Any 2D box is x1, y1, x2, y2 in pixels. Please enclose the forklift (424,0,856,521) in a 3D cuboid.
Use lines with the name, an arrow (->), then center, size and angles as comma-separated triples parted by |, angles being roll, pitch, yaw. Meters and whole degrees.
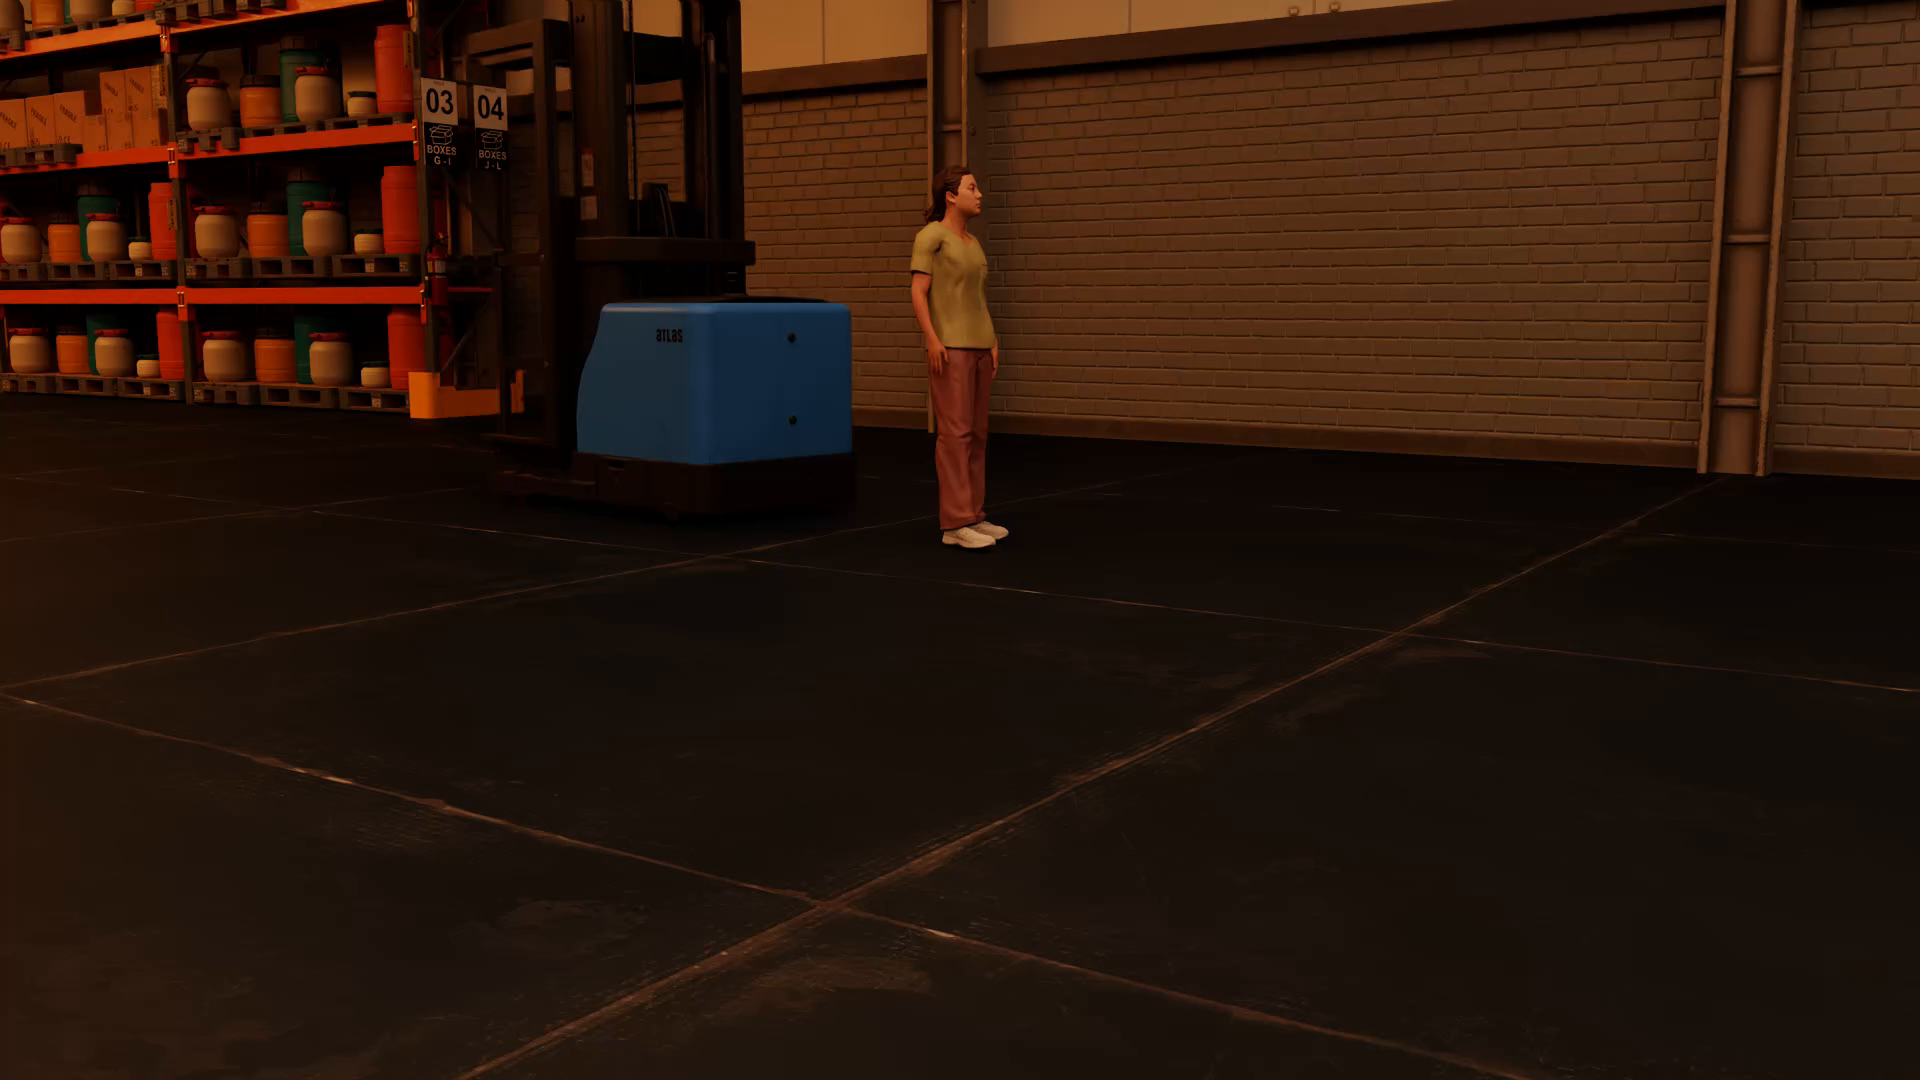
forklift -> -1.944, -1.694, 9.109 | 3.031, 2.935, 1.130 | 8, 11, 44

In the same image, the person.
person -> 0.054, -0.830, 7.434 | 0.549, 1.675, 0.553 | 5, 10, 34
